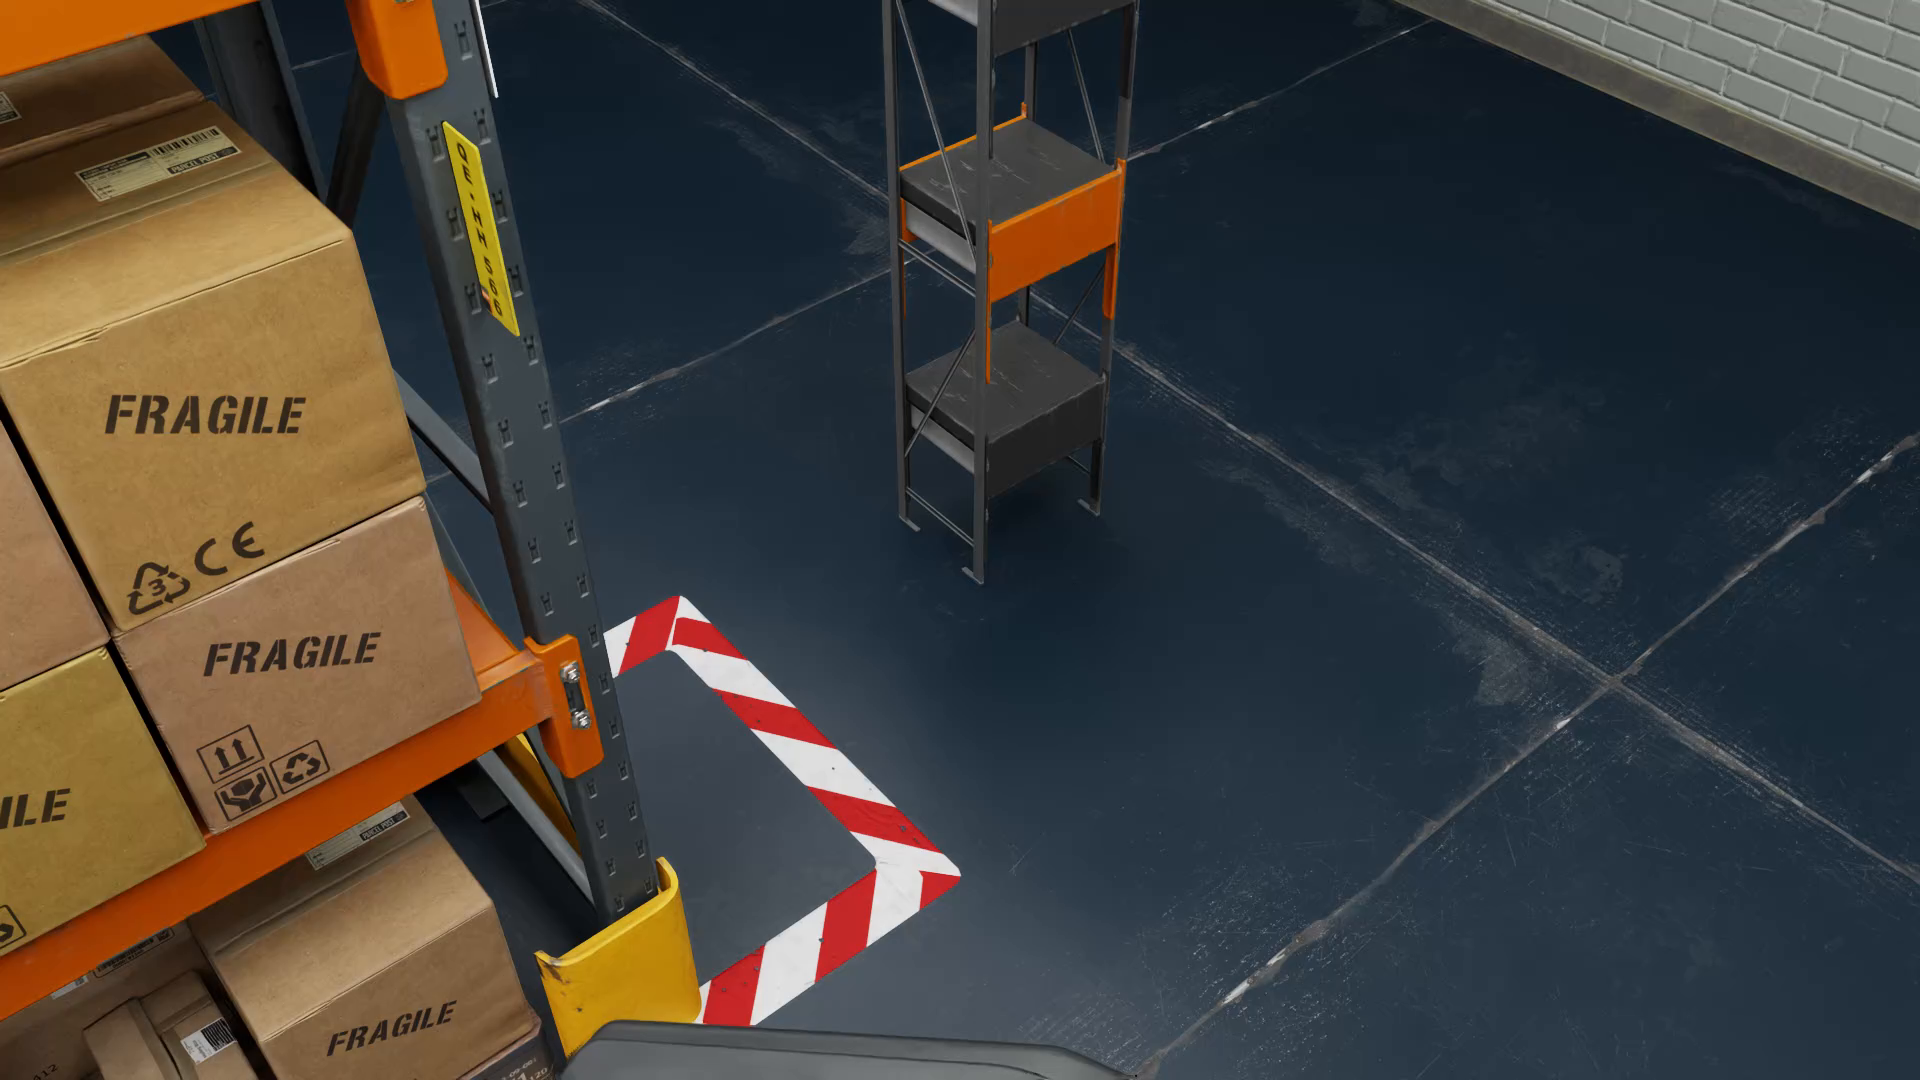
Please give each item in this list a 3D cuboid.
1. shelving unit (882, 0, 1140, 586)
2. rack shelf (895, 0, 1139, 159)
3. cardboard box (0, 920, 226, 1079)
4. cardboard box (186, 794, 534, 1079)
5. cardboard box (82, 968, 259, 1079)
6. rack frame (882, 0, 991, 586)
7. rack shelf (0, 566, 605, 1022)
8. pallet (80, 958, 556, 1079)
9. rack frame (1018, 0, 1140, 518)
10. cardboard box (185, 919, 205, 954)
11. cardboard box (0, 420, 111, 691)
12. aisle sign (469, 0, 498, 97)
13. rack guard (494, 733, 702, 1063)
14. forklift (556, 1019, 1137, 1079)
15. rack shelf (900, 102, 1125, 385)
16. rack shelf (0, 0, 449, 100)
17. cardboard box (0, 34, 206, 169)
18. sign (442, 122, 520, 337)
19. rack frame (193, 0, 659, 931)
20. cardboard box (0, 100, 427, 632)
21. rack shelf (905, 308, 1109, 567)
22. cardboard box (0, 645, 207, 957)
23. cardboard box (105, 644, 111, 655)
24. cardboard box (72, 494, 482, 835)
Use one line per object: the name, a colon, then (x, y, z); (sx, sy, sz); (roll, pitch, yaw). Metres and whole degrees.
shelving unit: (0.127, -0.838, 4.609); (0.503, 2.100, 0.431); (-30, 51, -28)
rack shelf: (0.127, -1.338, 4.139); (0.480, 0.518, 0.431); (-30, 51, -28)
cardboard box: (-2.032, 0.933, 3.753); (0.500, 0.250, 0.500); (-30, 51, -28)
cardboard box: (-1.308, 0.900, 3.605); (0.500, 0.500, 0.500); (-30, 51, -28)
cardboard box: (-1.677, 1.153, 3.580); (0.250, 0.166, 0.380); (-30, 51, -28)
rack frame: (-0.060, -0.731, 4.494); (0.015, 2.100, 0.400); (-30, 51, -28)
rack shelf: (-2.584, 0.922, 2.603); (4.000, 0.370, 1.077); (-30, 51, -28)
pallet: (-1.719, 1.182, 3.837); (1.213, 0.211, 1.003); (-30, 51, -28)
rack frame: (0.314, -0.945, 4.723); (0.015, 2.100, 0.400); (-30, 51, -28)
cardboard box: (-1.783, 0.767, 3.990); (0.250, 0.166, 0.380); (-30, 51, -28)
cardboard box: (-1.601, -0.057, 2.316); (0.500, 0.500, 0.500); (-28, 50, -27)
aisle sign: (-0.801, -1.035, 2.262); (0.004, 0.787, 0.394); (-30, 51, -28)
rack guard: (-1.108, 0.726, 4.112); (0.348, 0.500, 1.175); (-30, 51, -28)
forklift: (-0.111, 1.810, 1.182); (1.130, 2.935, 3.031); (19, 46, 19)
rack shelf: (0.127, -0.828, 4.618); (0.480, 0.518, 0.431); (-30, 51, -28)
rack shelf: (-2.584, -0.171, 1.576); (4.000, 0.370, 1.077); (-30, 51, -28)
cardboard box: (-1.559, -0.563, 2.855); (0.500, 0.500, 0.500); (-28, 50, -27)
sign: (-0.709, -0.456, 2.467); (0.005, 0.325, 0.100); (-30, 51, -28)
rack frame: (-1.049, -0.219, 3.292); (0.127, 3.000, 1.000); (-30, 51, -28)
cardboard box: (-1.214, -0.280, 2.553); (0.500, 0.500, 0.500); (-30, 51, -28)
rack shelf: (0.127, -0.318, 5.097); (0.480, 0.518, 0.431); (-30, 51, -28)
cardboard box: (-1.614, 0.314, 2.651); (0.500, 0.500, 0.500); (-29, 51, -28)
cardboard box: (-1.559, -0.199, 3.197); (0.500, 0.500, 0.500); (-29, 50, -27)
cardboard box: (-1.218, 0.085, 2.896); (0.500, 0.500, 0.500); (-28, 50, -27)
